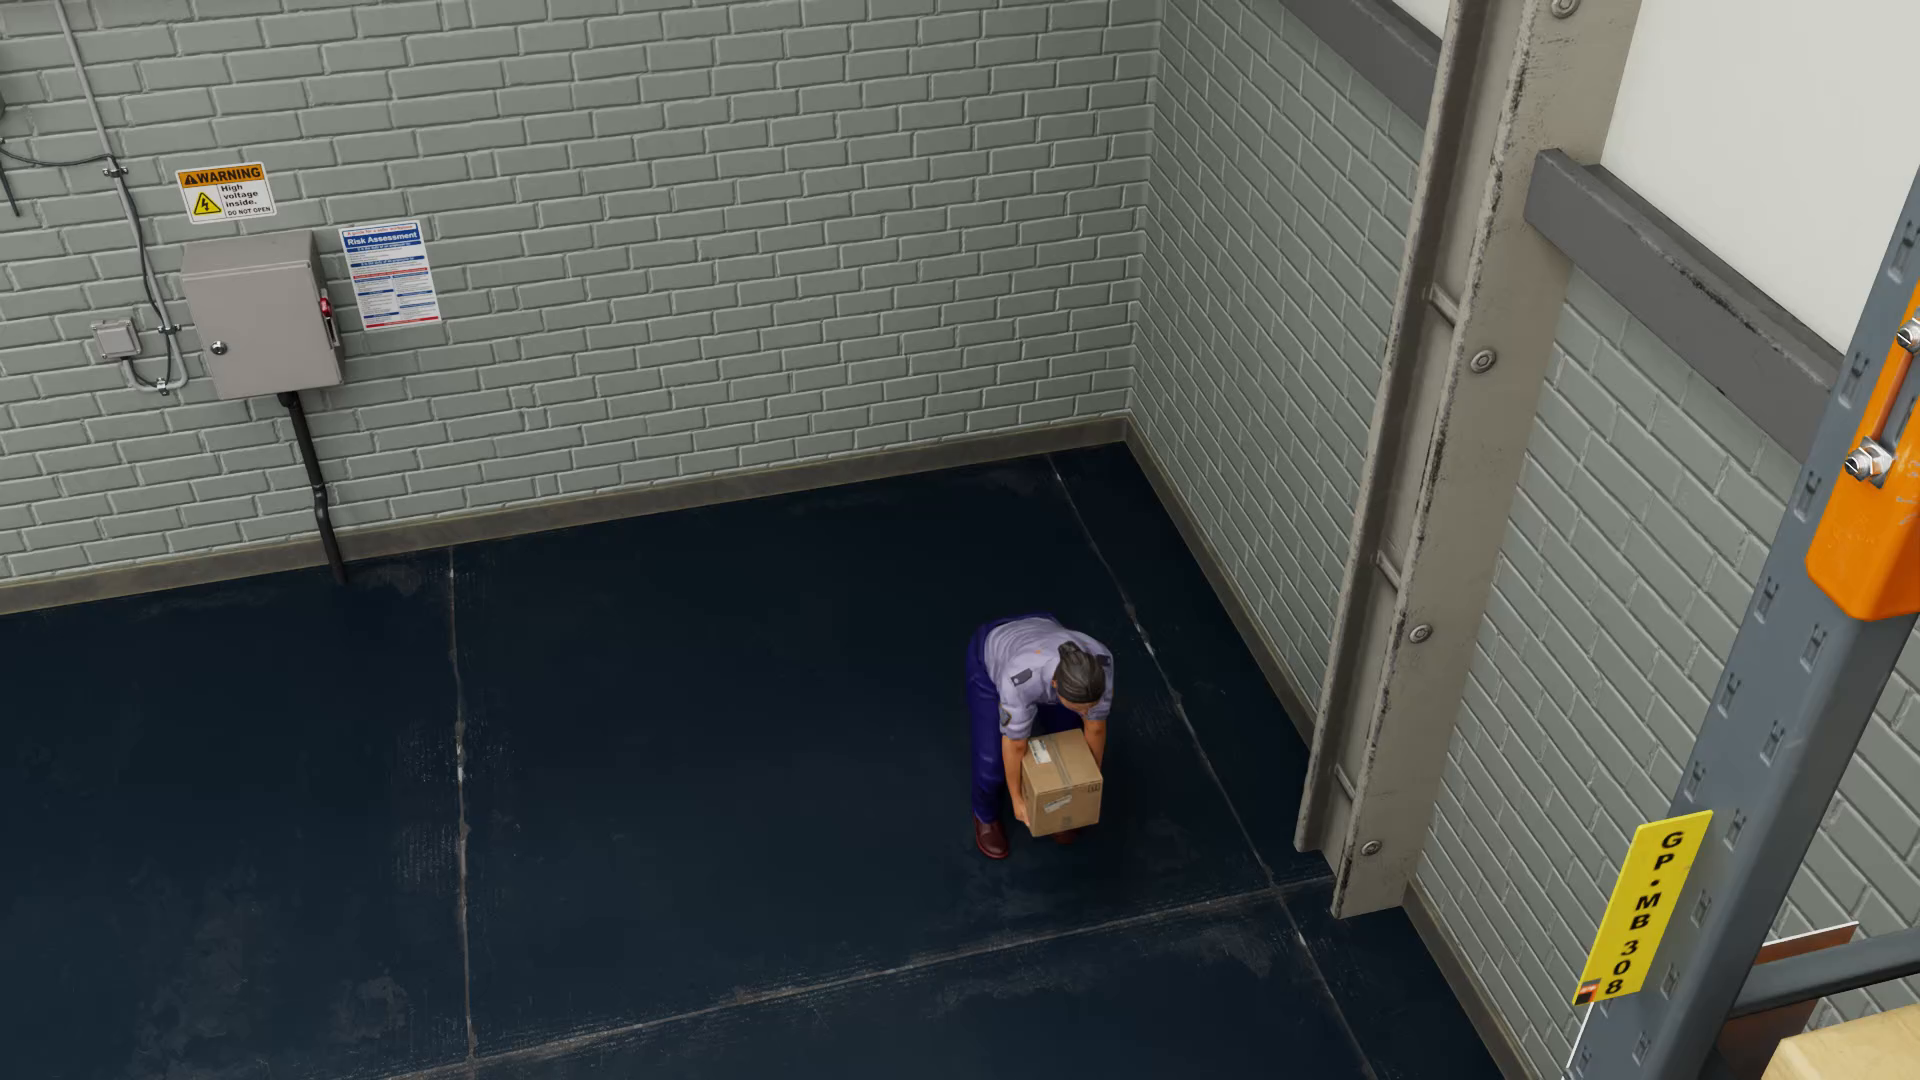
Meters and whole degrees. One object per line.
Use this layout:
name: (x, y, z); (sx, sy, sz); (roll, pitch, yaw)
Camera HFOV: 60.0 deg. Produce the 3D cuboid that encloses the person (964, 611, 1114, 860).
person: (0.297, 0.721, 6.088); (0.467, 1.316, 0.814); (-11, 40, -13)
